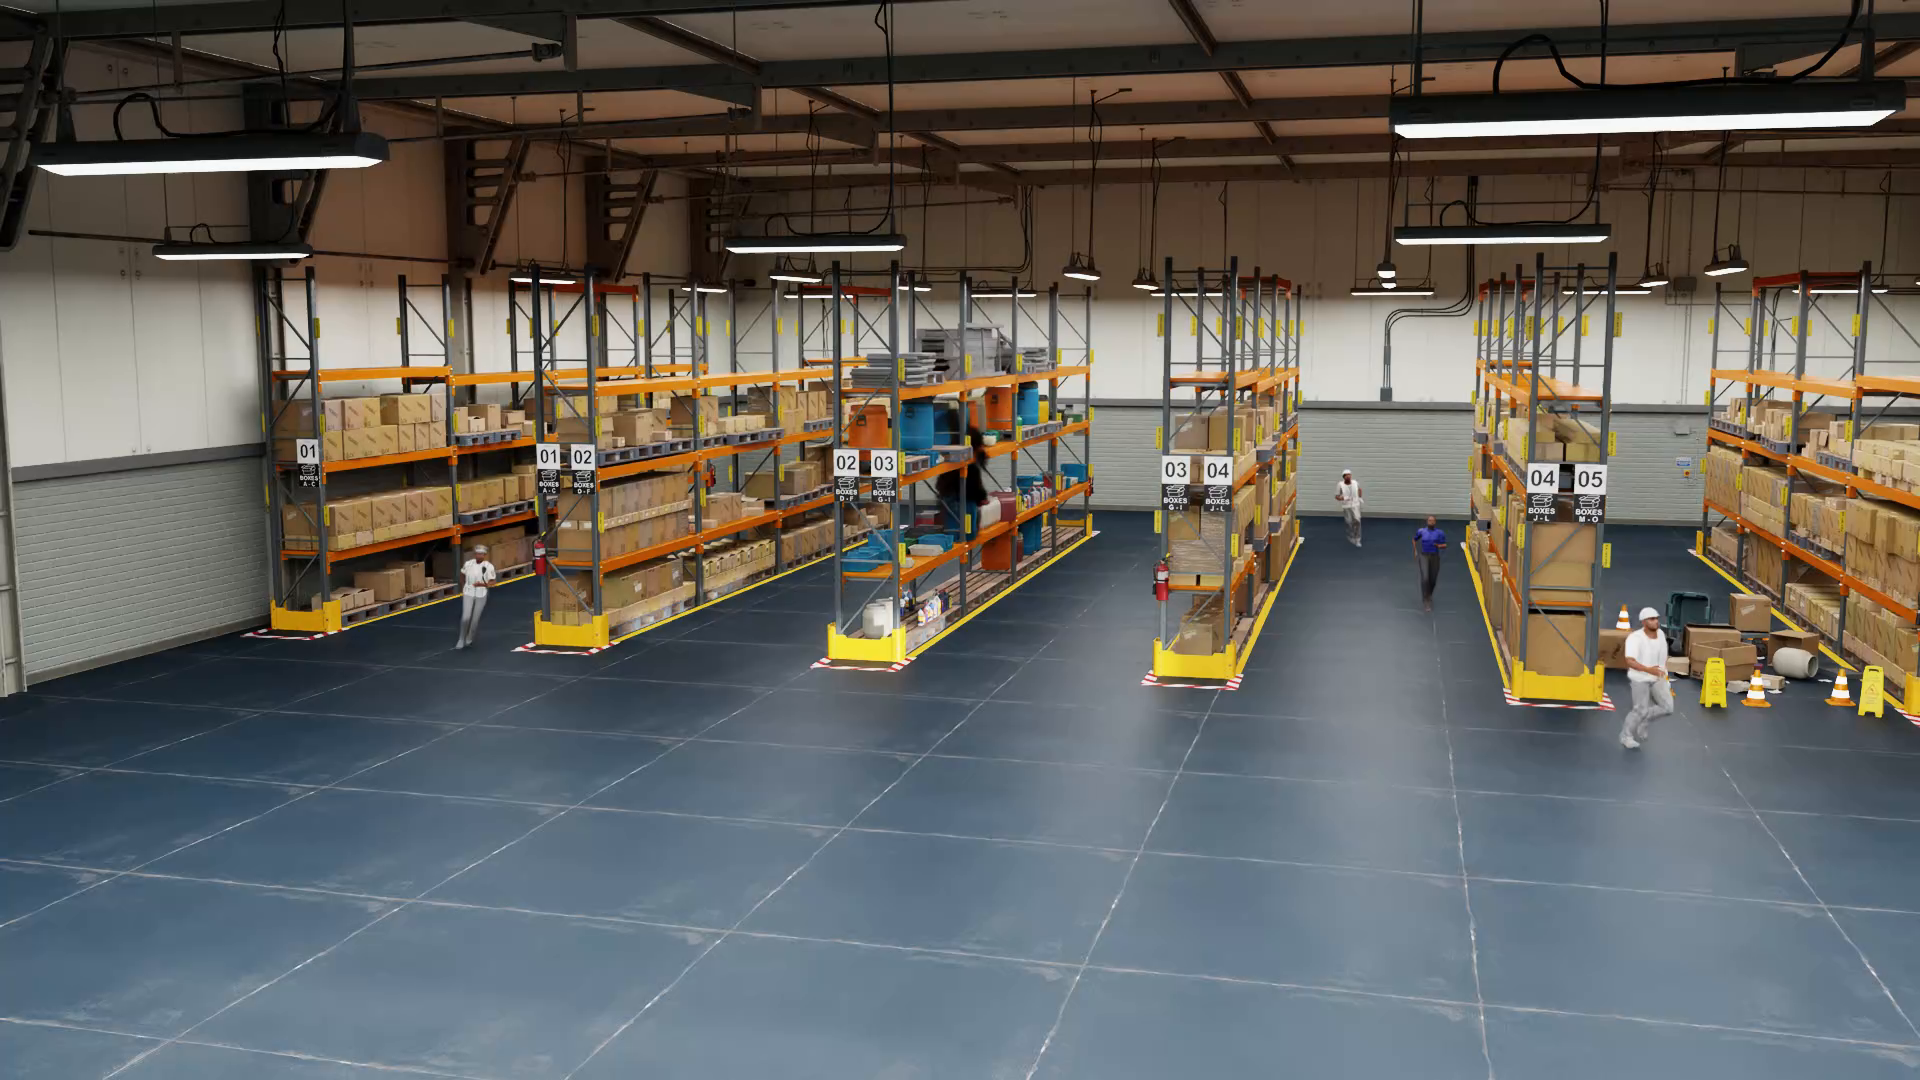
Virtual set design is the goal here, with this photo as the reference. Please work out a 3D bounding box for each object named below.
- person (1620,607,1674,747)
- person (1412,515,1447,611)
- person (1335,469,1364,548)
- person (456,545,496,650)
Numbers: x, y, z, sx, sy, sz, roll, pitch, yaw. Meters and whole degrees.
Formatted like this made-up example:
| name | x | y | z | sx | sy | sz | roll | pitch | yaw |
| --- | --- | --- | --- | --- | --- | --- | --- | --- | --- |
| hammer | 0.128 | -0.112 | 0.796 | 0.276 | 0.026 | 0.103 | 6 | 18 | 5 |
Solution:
| name | x | y | z | sx | sy | sz | roll | pitch | yaw |
| --- | --- | --- | --- | --- | --- | --- | --- | --- | --- |
| person | 8.199 | 1.646 | 19.744 | 0.723 | 1.714 | 0.723 | -3 | 8 | -19 |
| person | 8.436 | 0.381 | 29.879 | 0.562 | 1.682 | 0.867 | 1 | 7 | 6 |
| person | 8.961 | -0.741 | 38.235 | 0.693 | 1.762 | 0.806 | 1 | 7 | 5 |
| person | -7.629 | 0.890 | 26.182 | 0.642 | 1.668 | 0.658 | -2 | 7 | -15 |
